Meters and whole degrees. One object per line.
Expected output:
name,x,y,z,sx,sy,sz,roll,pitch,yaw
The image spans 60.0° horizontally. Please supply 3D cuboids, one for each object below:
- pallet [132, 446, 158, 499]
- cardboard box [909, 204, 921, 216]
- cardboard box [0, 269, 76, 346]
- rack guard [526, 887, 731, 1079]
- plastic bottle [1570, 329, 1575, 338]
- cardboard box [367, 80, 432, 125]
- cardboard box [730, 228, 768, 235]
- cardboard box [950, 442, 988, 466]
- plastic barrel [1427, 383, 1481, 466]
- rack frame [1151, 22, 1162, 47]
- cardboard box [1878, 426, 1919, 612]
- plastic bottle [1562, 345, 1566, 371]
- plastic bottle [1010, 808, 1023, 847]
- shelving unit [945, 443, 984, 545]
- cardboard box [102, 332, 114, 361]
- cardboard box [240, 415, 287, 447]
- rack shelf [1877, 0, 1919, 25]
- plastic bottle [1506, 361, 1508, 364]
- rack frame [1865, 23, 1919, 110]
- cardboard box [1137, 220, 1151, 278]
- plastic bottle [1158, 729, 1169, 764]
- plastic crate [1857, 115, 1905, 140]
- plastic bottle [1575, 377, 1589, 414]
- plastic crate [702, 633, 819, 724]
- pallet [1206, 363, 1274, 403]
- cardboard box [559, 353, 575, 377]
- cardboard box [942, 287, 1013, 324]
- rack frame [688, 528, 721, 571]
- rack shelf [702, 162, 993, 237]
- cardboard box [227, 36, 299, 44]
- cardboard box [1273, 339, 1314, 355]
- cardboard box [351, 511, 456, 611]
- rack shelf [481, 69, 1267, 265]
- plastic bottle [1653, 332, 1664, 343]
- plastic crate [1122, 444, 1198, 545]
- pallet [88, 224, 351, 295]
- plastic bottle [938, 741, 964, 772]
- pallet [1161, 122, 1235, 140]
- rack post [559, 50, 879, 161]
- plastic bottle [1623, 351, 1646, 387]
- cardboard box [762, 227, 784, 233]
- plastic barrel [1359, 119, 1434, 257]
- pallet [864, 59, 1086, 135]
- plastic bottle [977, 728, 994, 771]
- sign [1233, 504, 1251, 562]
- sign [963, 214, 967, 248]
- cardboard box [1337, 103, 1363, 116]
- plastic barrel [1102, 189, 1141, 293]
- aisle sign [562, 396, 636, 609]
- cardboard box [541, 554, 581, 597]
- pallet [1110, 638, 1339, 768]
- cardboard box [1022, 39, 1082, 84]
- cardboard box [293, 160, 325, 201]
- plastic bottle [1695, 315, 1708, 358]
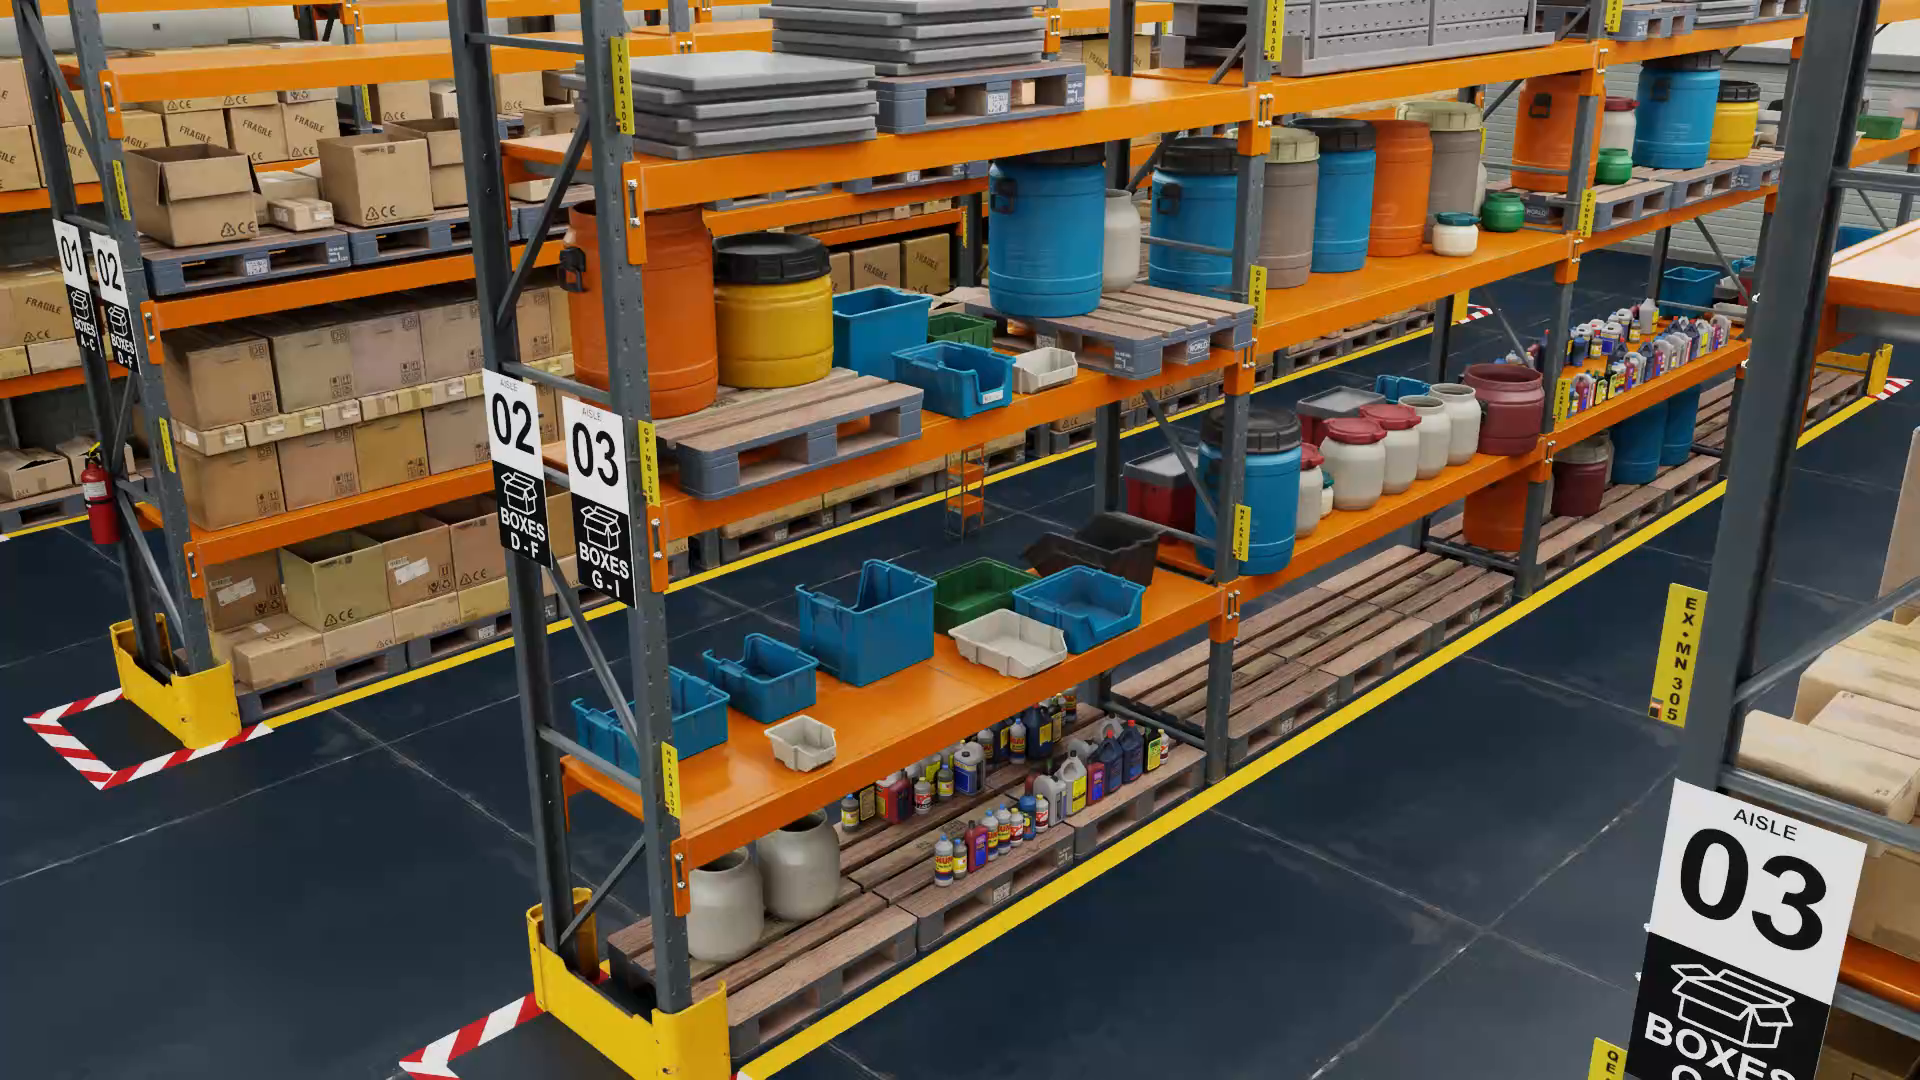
pallet,-7.174,-0.734,15.551,1.003,0.211,1.213,19,28,41
cardboard box,-0.704,-4.197,20.996,0.250,0.149,0.380,-19,28,-40
cardboard box,-7.770,-1.965,14.004,0.500,0.500,0.500,19,28,41
rack guard,-1.553,2.111,7.746,1.175,0.500,0.348,19,28,41
plastic bottle,5.227,-1.679,14.304,0.097,0.271,0.097,0,21,0
cardboard box,-5.441,-4.295,16.025,0.500,0.500,0.500,-15,26,-35
cardboard box,-2.567,-3.816,19.101,0.500,0.500,0.500,-19,28,-40
cardboard box,-0.087,-0.904,15.355,0.500,0.250,0.500,19,28,40
plastic barrel,3.444,-0.815,11.719,0.421,0.512,0.421,0,21,0
rack frame,2.491,-8.417,23.292,1.000,3.000,0.127,19,28,41
cardboard box,2.877,-0.065,4.493,0.500,0.500,0.500,19,28,41
plastic bottle,5.015,-1.542,13.930,0.061,0.283,0.133,19,28,41
plastic bottle,0.294,1.549,9.011,0.097,0.201,0.097,0,21,0
shelving unit,0.037,-0.504,13.784,0.215,1.050,0.252,19,28,41
cardboard box,-7.391,-1.755,14.504,0.500,0.250,0.500,19,28,40
cardboard box,-4.508,-0.730,10.611,0.380,0.149,0.250,18,28,39
rack shelf,8.194,-4.901,15.704,1.077,0.370,4.000,19,28,41
plastic bottle,4.444,-1.358,13.566,0.097,0.201,0.097,0,21,0
rack frame,9.590,-5.937,16.841,1.000,3.000,0.127,19,28,41
cardboard box,1.596,-2.941,16.683,0.500,0.500,0.700,-14,25,-32
plastic bottle,1.189,1.220,9.869,0.097,0.201,0.097,0,21,0
plastic crate,9.106,-4.113,16.571,0.450,0.188,0.336,19,28,41
plastic bottle,4.804,-1.129,12.857,0.061,0.283,0.133,19,28,41
plastic crate,-0.980,0.676,8.203,0.499,0.251,0.408,19,28,41
pallet,2.713,-1.829,18.401,1.003,0.211,1.213,19,28,41
cardboard box,-2.901,-1.320,12.147,0.380,0.149,0.250,19,28,41
cardboard box,0.177,-2.197,15.596,0.500,0.311,0.500,-18,27,-39
rack frame,-2.328,-1.293,13.119,1.000,3.000,0.127,19,28,41
rack shelf,-0.933,-2.871,14.048,1.077,0.370,4.000,19,28,41
cardboard box,-6.426,-4.400,15.462,0.500,0.500,0.500,-19,28,-41
cardboard box,3.701,-2.353,19.013,0.500,0.311,0.500,19,28,41
cardboard box,-3.898,0.130,11.620,0.500,0.500,0.500,19,28,41
rack shelf,-0.177,-1.816,7.678,1.077,0.370,4.000,19,28,41
plastic bottle,5.953,-1.635,14.188,0.097,0.271,0.097,0,21,0
plastic crate,1.337,-0.283,10.403,0.402,0.464,0.583,19,28,41
pallet,-4.607,-1.799,10.378,1.003,0.211,1.213,19,28,41
plastic bottle,-0.070,1.240,9.608,0.144,0.351,0.185,19,28,40
pallet,2.026,-4.244,16.879,1.213,0.211,1.003,19,28,41
rack post,-0.953,-1.753,6.652,0.954,0.300,0.937,-17,26,-36
plastic bottle,5.510,-1.409,13.595,0.152,0.276,0.135,19,28,41
cardboard box,-2.266,-3.588,19.414,0.250,0.149,0.380,-19,28,-40
plastic barrel,2.824,-2.356,11.106,0.600,0.830,0.708,19,28,41
pallet,-0.188,-2.044,7.532,1.003,0.211,1.213,19,28,41
plastic bottle,0.151,1.215,9.783,0.097,0.271,0.097,0,21,0
sign,1.605,-0.041,9.476,0.100,0.325,0.005,19,28,41
sign,0.067,-2.958,15.948,0.100,0.325,0.005,19,28,41
cardboard box,4.121,-4.870,18.454,0.500,0.250,0.500,19,28,41
plastic barrel,0.777,-1.639,9.098,0.421,0.512,0.421,0,21,0
aisle sign,-1.412,-0.146,6.511,0.394,0.787,0.004,19,28,41
cardboard box,-3.189,0.227,12.413,0.500,0.250,0.500,19,28,41
pallet,1.738,1.038,10.942,1.003,0.211,1.213,19,28,41
cardboard box,0.771,-4.345,15.347,0.500,0.500,0.500,19,28,41
cardboard box,-4.116,-2.390,11.135,0.500,0.311,0.500,-16,26,-36
plastic bottle,6.392,-1.768,14.423,0.144,0.351,0.185,19,28,41
